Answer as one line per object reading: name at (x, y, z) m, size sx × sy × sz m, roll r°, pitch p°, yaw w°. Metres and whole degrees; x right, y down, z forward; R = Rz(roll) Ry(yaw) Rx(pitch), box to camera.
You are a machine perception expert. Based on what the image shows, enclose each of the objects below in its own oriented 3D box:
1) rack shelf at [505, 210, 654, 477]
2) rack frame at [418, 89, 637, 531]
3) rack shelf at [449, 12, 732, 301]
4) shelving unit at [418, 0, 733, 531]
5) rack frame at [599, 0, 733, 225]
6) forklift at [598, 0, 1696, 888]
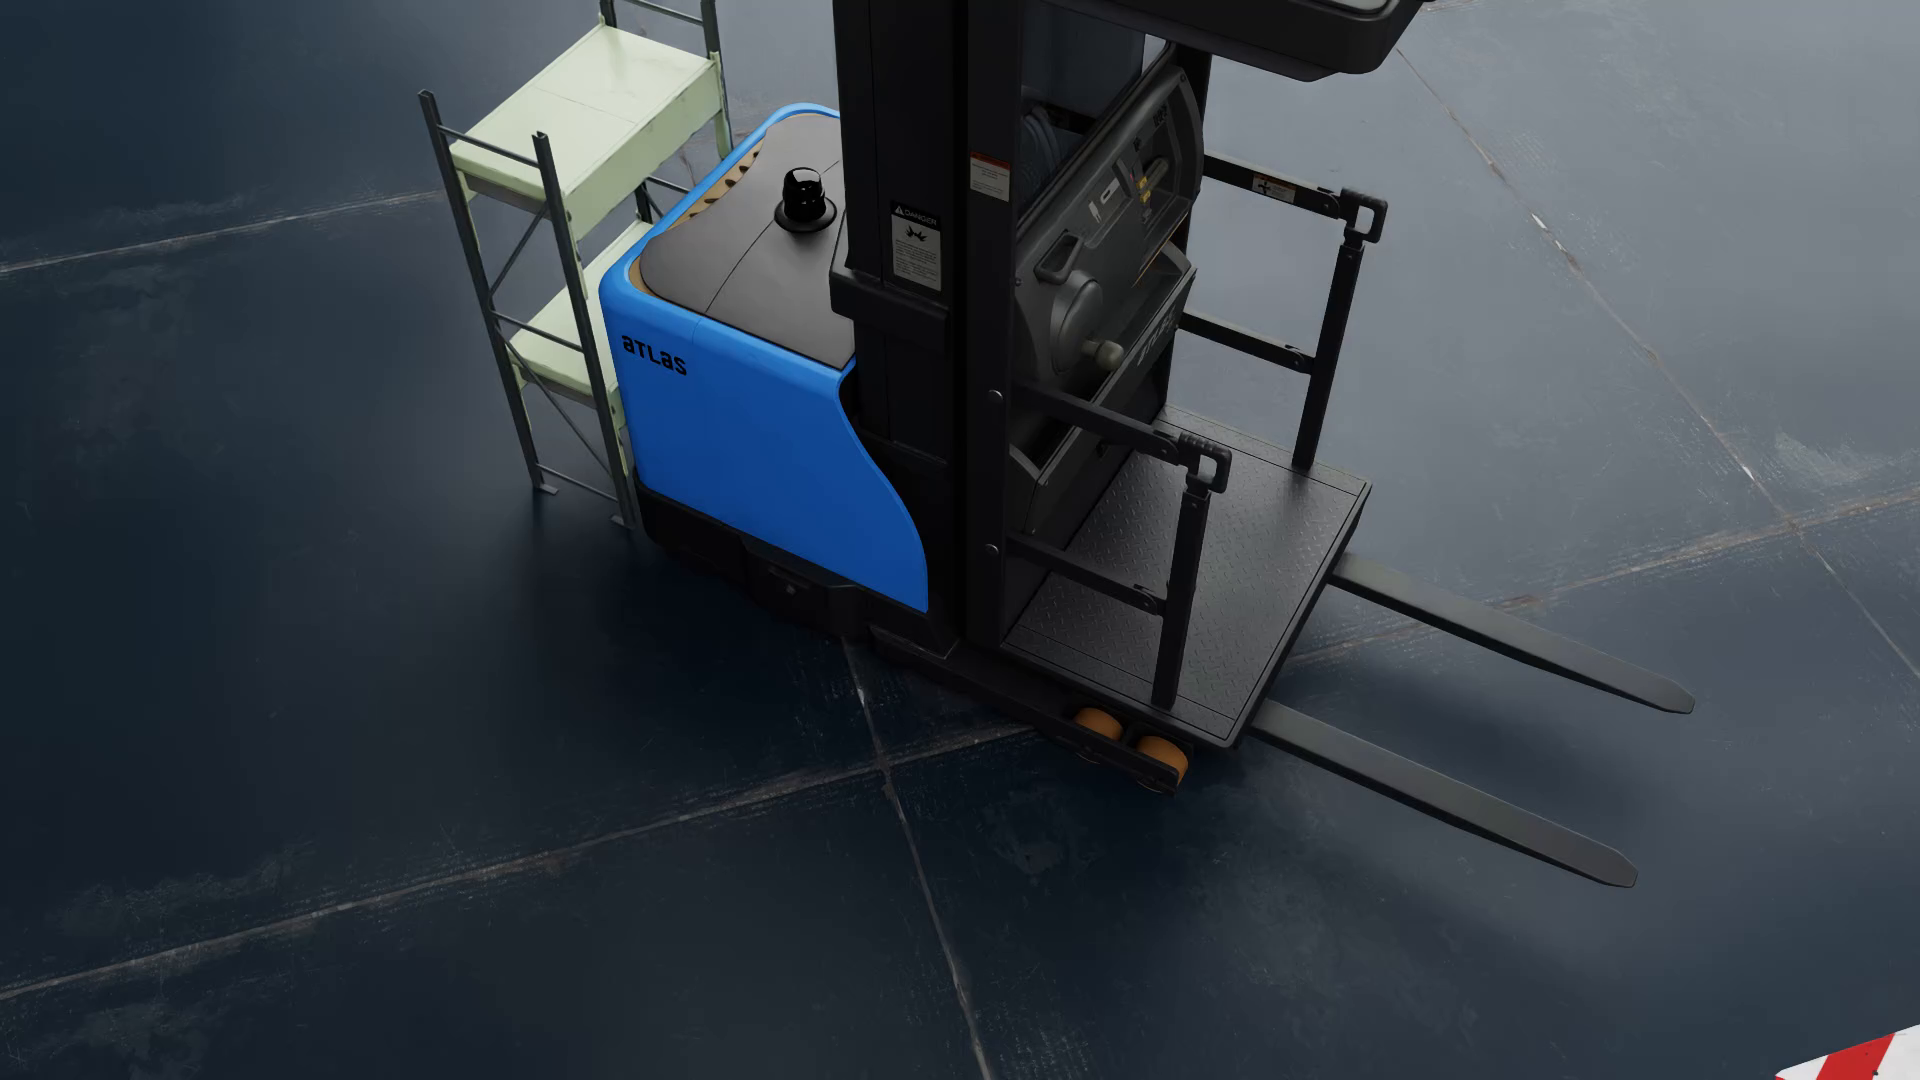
rack shelf at (-1.031, -0.628, 5.225) m, size 0.431 × 0.370 × 0.720 m, roll 23°, pitch 54°, yaw 18°
rack frame at (-1.207, -0.593, 4.769) m, size 0.400 × 1.500 × 0.023 m, roll 23°, pitch 54°, yaw 18°
rack shelf at (-1.031, -1.090, 4.677) m, size 0.431 × 0.370 × 0.720 m, roll 23°, pitch 54°, yaw 18°
shelving unit at (-1.031, -0.838, 4.976) m, size 0.431 × 1.500 × 0.755 m, roll 23°, pitch 54°, yaw 18°
rack frame at (-0.855, -1.084, 5.183) m, size 0.400 × 1.500 × 0.023 m, roll 23°, pitch 54°, yaw 18°
forklift at (0.549, -0.709, 3.930) m, size 3.031 × 2.935 × 1.130 m, roll 23°, pitch 54°, yaw 18°
